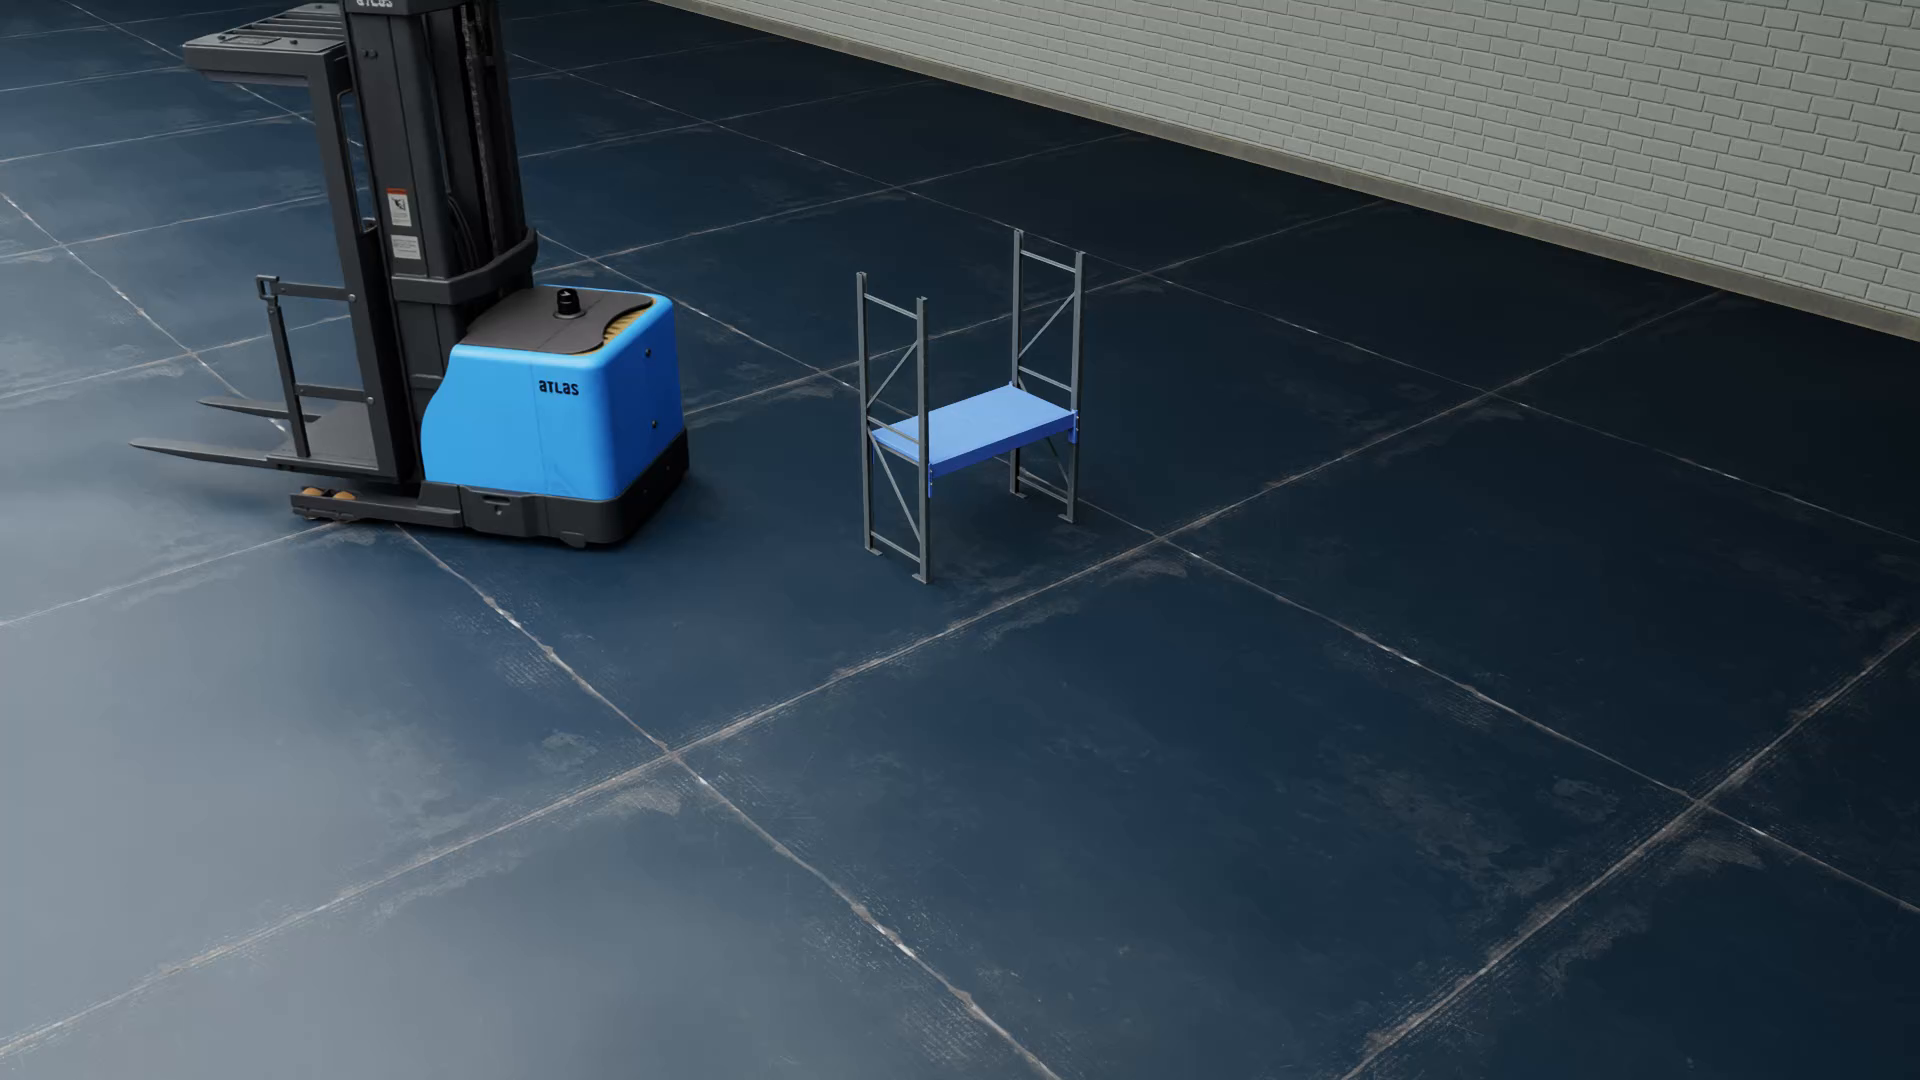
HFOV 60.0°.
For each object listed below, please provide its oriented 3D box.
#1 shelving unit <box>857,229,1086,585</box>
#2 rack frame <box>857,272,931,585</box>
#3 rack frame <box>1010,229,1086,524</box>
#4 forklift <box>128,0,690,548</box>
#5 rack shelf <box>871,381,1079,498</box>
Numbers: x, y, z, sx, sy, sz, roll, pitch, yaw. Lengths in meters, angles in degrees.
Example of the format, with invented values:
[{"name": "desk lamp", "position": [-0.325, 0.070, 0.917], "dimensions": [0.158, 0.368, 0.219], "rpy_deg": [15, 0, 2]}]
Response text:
[{"name": "shelving unit", "position": [0.065, -0.688, 8.445], "dimensions": [1.048, 1.500, 0.538], "rpy_deg": [-22, 35, -35]}, {"name": "rack frame", "position": [-0.322, -0.532, 8.154], "dimensions": [0.032, 1.500, 0.500], "rpy_deg": [-22, 35, -35]}, {"name": "rack frame", "position": [0.452, -0.843, 8.736], "dimensions": [0.032, 1.500, 0.500], "rpy_deg": [-22, 35, -35]}, {"name": "forklift", "position": [-3.098, -1.613, 8.659], "dimensions": [3.031, 2.935, 1.130], "rpy_deg": [7, 29, 12]}, {"name": "rack shelf", "position": [0.065, -0.529, 8.530], "dimensions": [1.000, 0.185, 0.538], "rpy_deg": [-22, 35, -35]}]
